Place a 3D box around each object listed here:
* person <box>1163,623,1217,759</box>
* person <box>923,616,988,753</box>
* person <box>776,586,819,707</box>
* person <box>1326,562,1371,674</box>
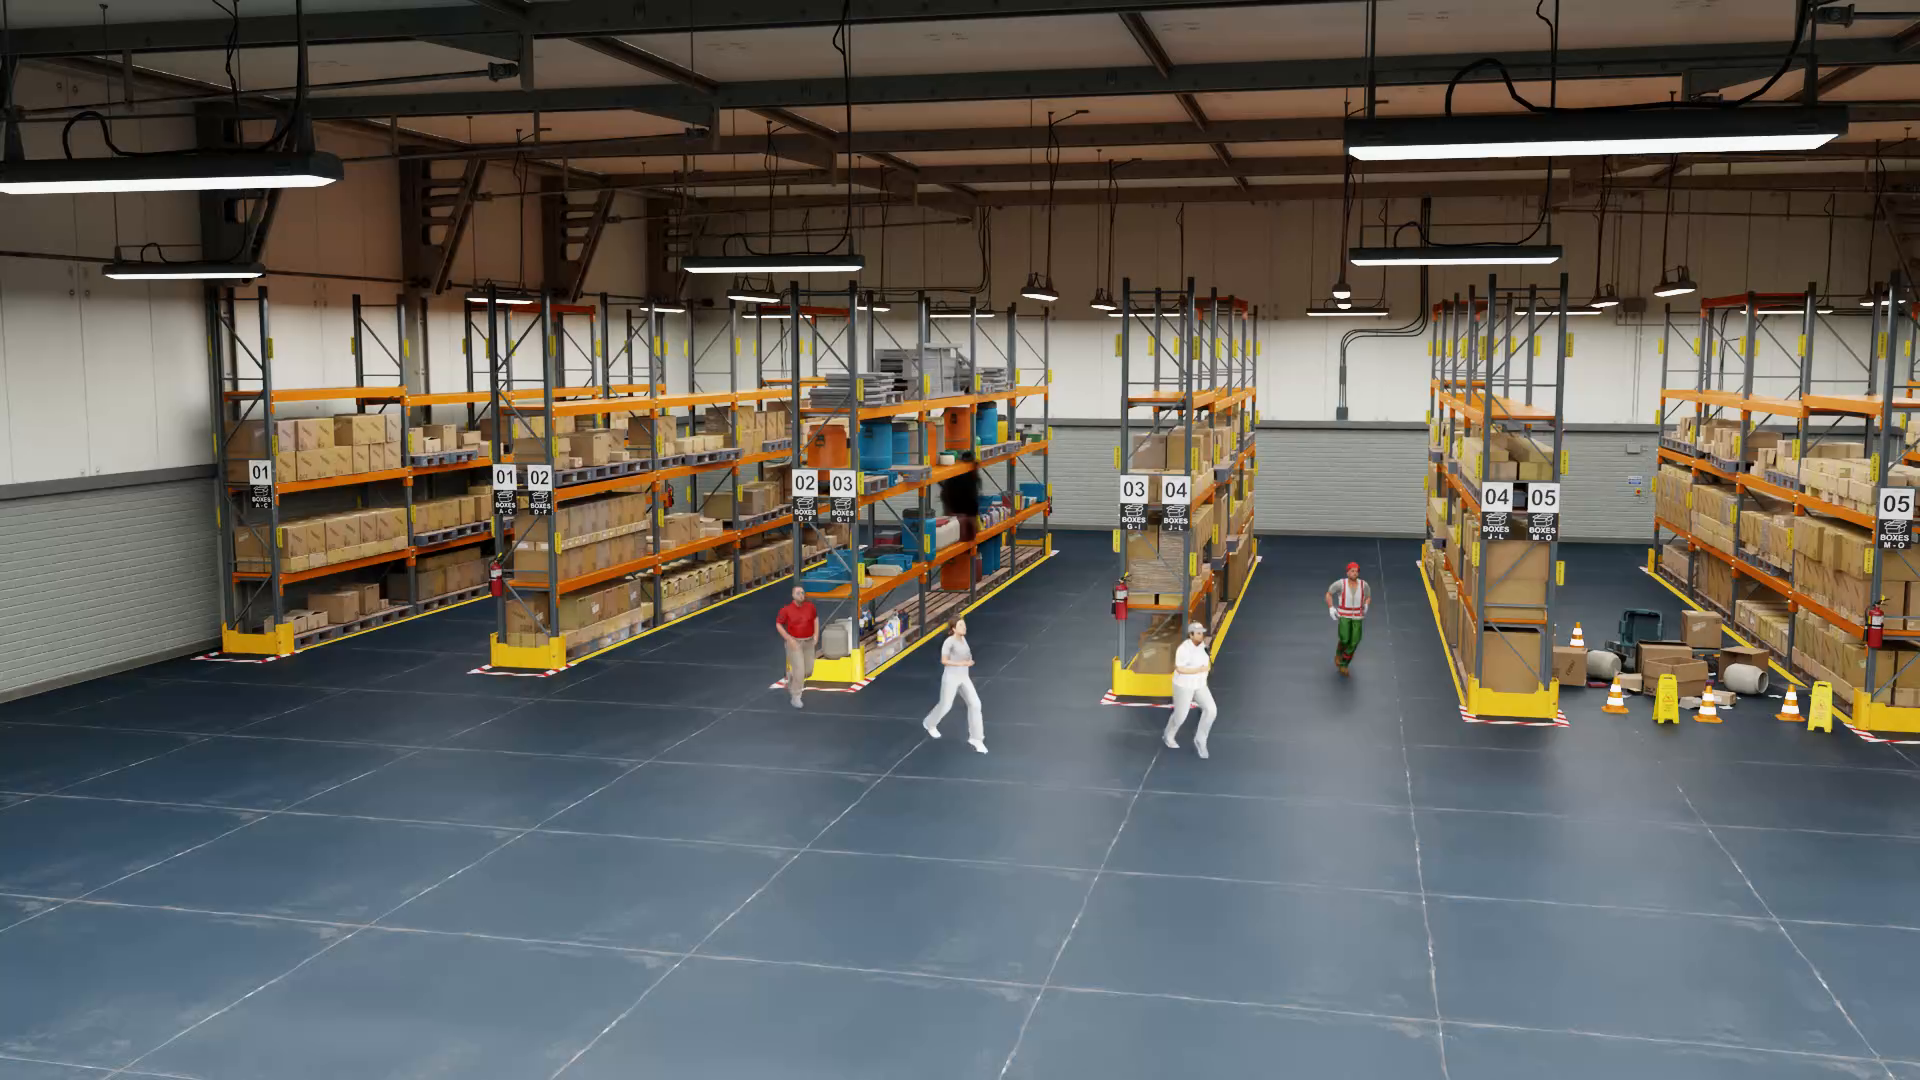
[{"bbox_3d":[2.825,1.838,20.531,0.627,1.695,0.820,-5,8,-38],"label":"person"},{"bbox_3d":[-0.101,1.797,20.862,1.009,1.709,0.534,6,9,44],"label":"person"},{"bbox_3d":[-2.302,1.481,23.520,0.670,1.712,0.671,-4,8,-32],"label":"person"},{"bbox_3d":[6.006,1.207,25.556,0.664,1.737,0.567,0,7,-3],"label":"person"}]
